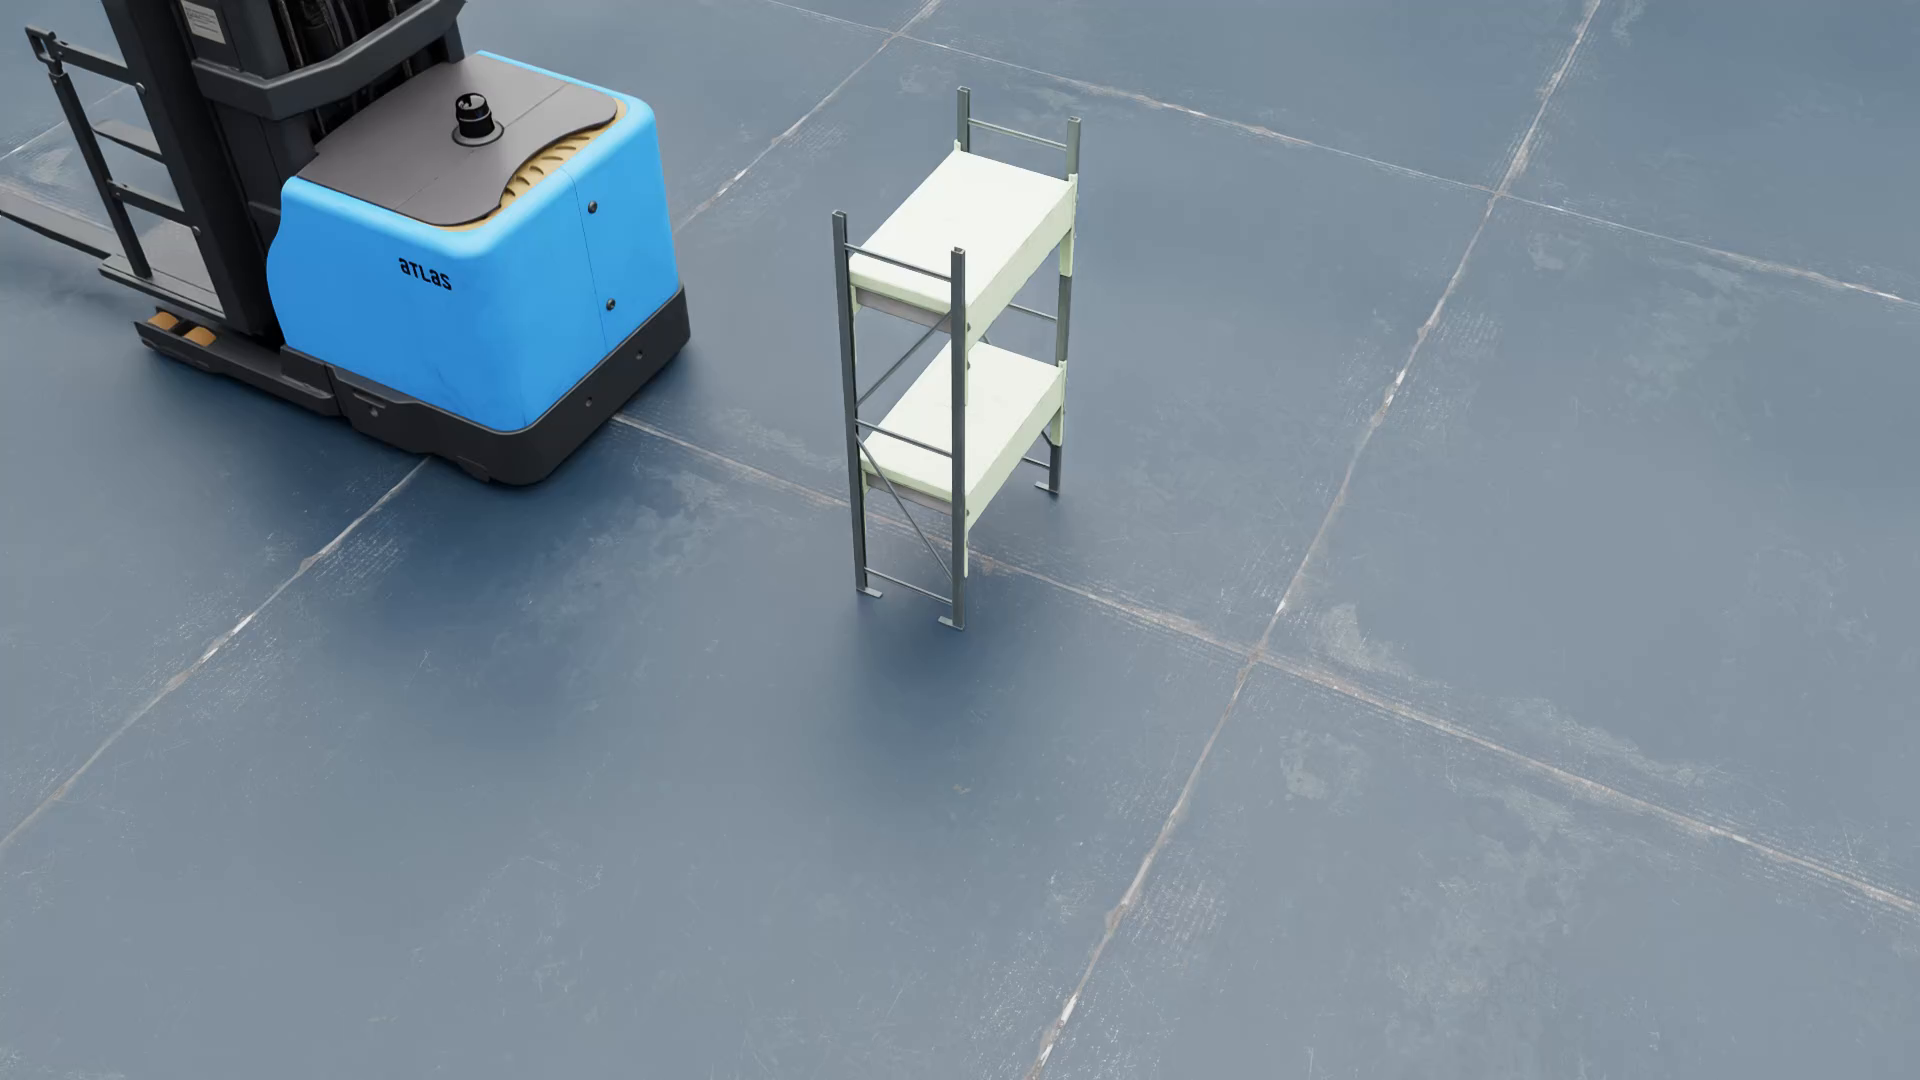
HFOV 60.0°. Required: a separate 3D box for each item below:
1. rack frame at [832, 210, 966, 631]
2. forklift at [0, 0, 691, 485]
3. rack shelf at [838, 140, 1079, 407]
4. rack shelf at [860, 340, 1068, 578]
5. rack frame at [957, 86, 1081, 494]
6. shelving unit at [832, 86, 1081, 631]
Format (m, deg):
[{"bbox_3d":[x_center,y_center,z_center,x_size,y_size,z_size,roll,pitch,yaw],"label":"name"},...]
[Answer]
[{"bbox_3d":[-0.167,-0.301,4.993,0.400,1.500,0.023,20,49,19],"label":"rack frame"},{"bbox_3d":[-2.584,-1.988,5.654,3.031,2.935,1.130,21,49,20],"label":"forklift"},{"bbox_3d":[0.003,-0.806,4.943,0.431,0.370,0.720,20,49,19],"label":"rack shelf"},{"bbox_3d":[0.003,-0.302,5.453,0.431,0.370,0.720,20,49,19],"label":"rack shelf"},{"bbox_3d":[0.173,-0.762,5.449,0.400,1.500,0.023,20,49,19],"label":"rack frame"},{"bbox_3d":[0.003,-0.531,5.221,0.431,1.500,0.755,20,49,19],"label":"shelving unit"}]
